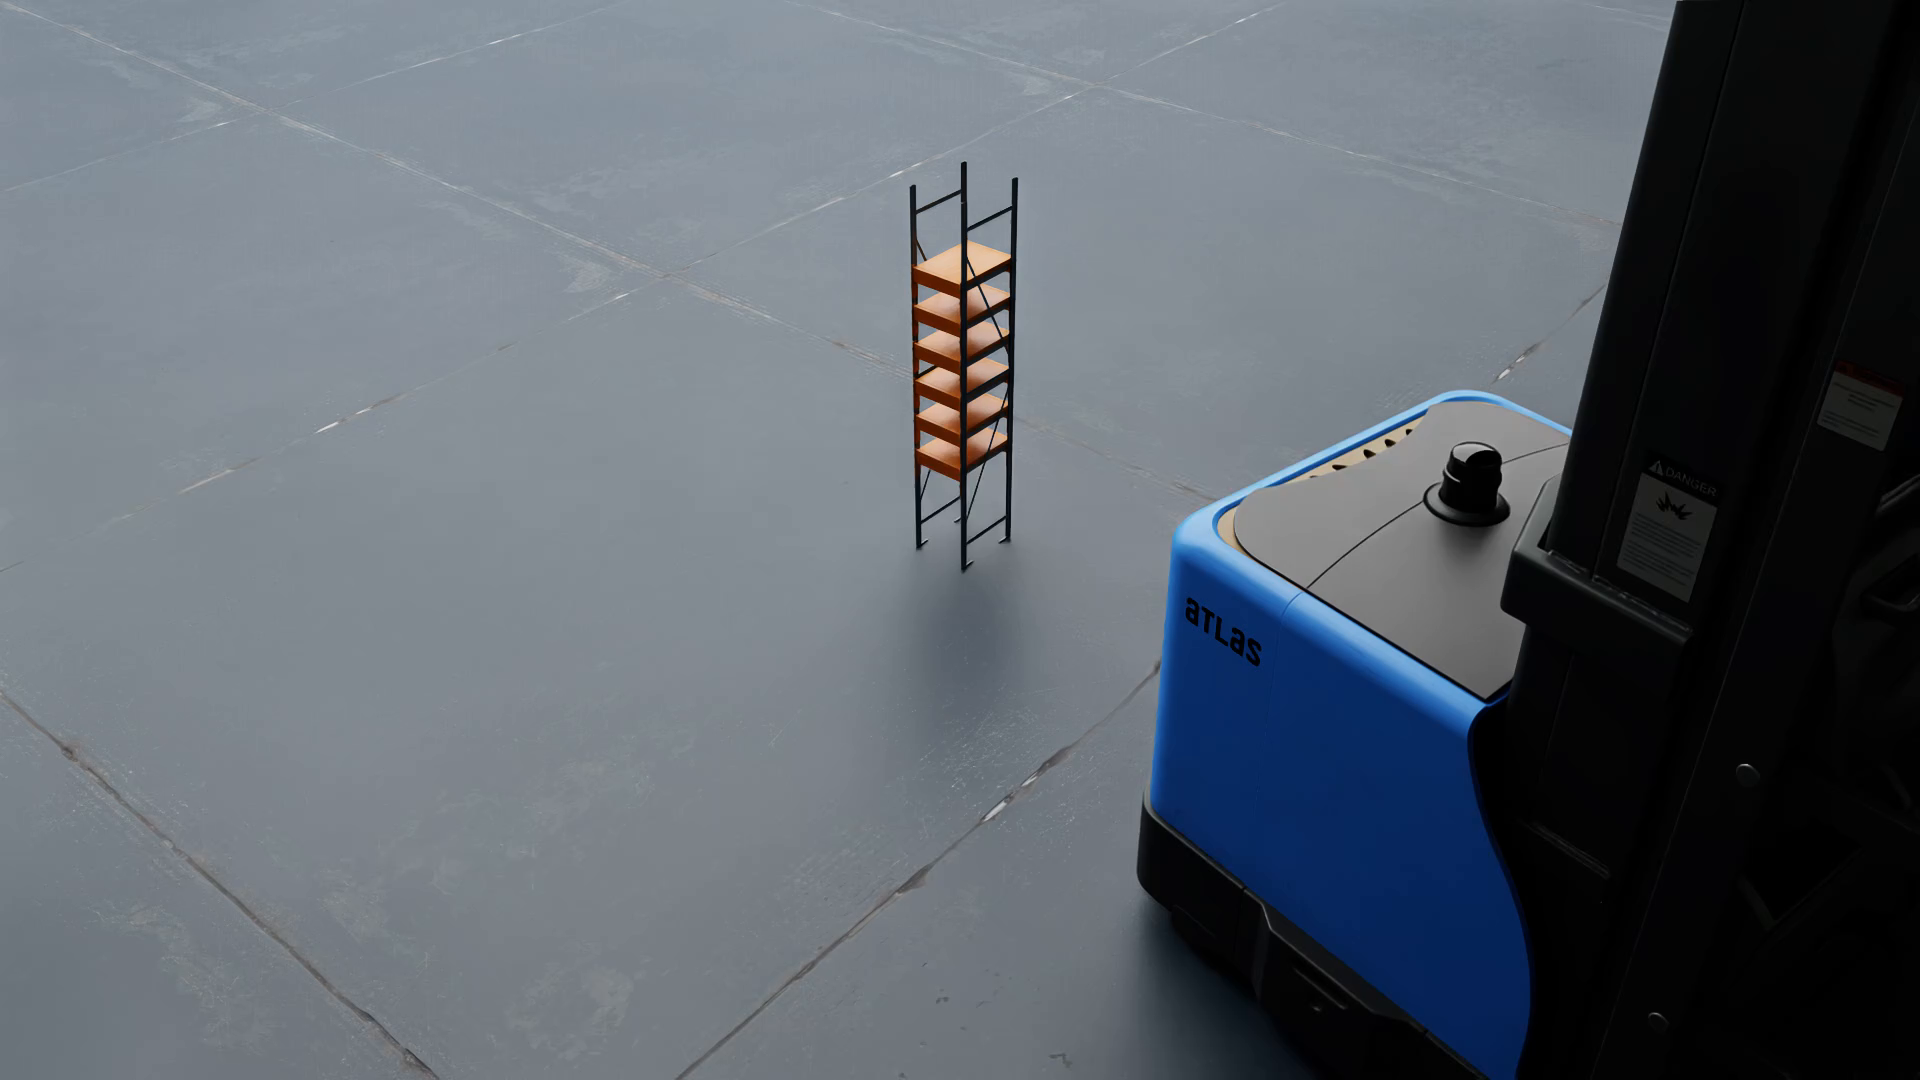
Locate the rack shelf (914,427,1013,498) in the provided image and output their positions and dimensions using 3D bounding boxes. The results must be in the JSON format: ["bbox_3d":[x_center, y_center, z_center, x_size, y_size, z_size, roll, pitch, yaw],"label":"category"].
[{"bbox_3d":[0.011,-0.255,5.064,0.180,0.103,0.258,25,42,32],"label":"rack shelf"}]

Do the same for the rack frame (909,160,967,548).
[{"bbox_3d":[-0.059,-0.522,4.951,0.006,1.200,0.240,25,42,32],"label":"rack frame"}]

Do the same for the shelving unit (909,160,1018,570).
[{"bbox_3d":[0.011,-0.489,4.903,0.189,1.200,0.258,25,42,32],"label":"shelving unit"}]

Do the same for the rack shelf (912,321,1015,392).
[{"bbox_3d":[0.011,-0.552,4.860,0.180,0.103,0.258,25,42,32],"label":"rack shelf"}]

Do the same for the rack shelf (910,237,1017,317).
[{"bbox_3d":[0.011,-0.749,4.724,0.180,0.103,0.258,25,42,32],"label":"rack shelf"}]

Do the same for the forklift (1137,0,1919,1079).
[{"bbox_3d":[1.727,0.126,2.477,1.130,2.935,3.031,-24,41,-31],"label":"forklift"}]

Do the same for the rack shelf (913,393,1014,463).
[{"bbox_3d":[0.011,-0.354,4.996,0.180,0.103,0.258,25,42,32],"label":"rack shelf"}]

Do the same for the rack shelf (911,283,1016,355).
[{"bbox_3d":[0.011,-0.651,4.792,0.180,0.103,0.258,25,42,32],"label":"rack shelf"}]

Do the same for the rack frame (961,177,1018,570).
[{"bbox_3d":[0.081,-0.456,4.854,0.006,1.200,0.240,25,42,32],"label":"rack frame"}]

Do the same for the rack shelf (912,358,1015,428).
[{"bbox_3d":[0.011,-0.453,4.928,0.180,0.103,0.258,25,42,32],"label":"rack shelf"}]
